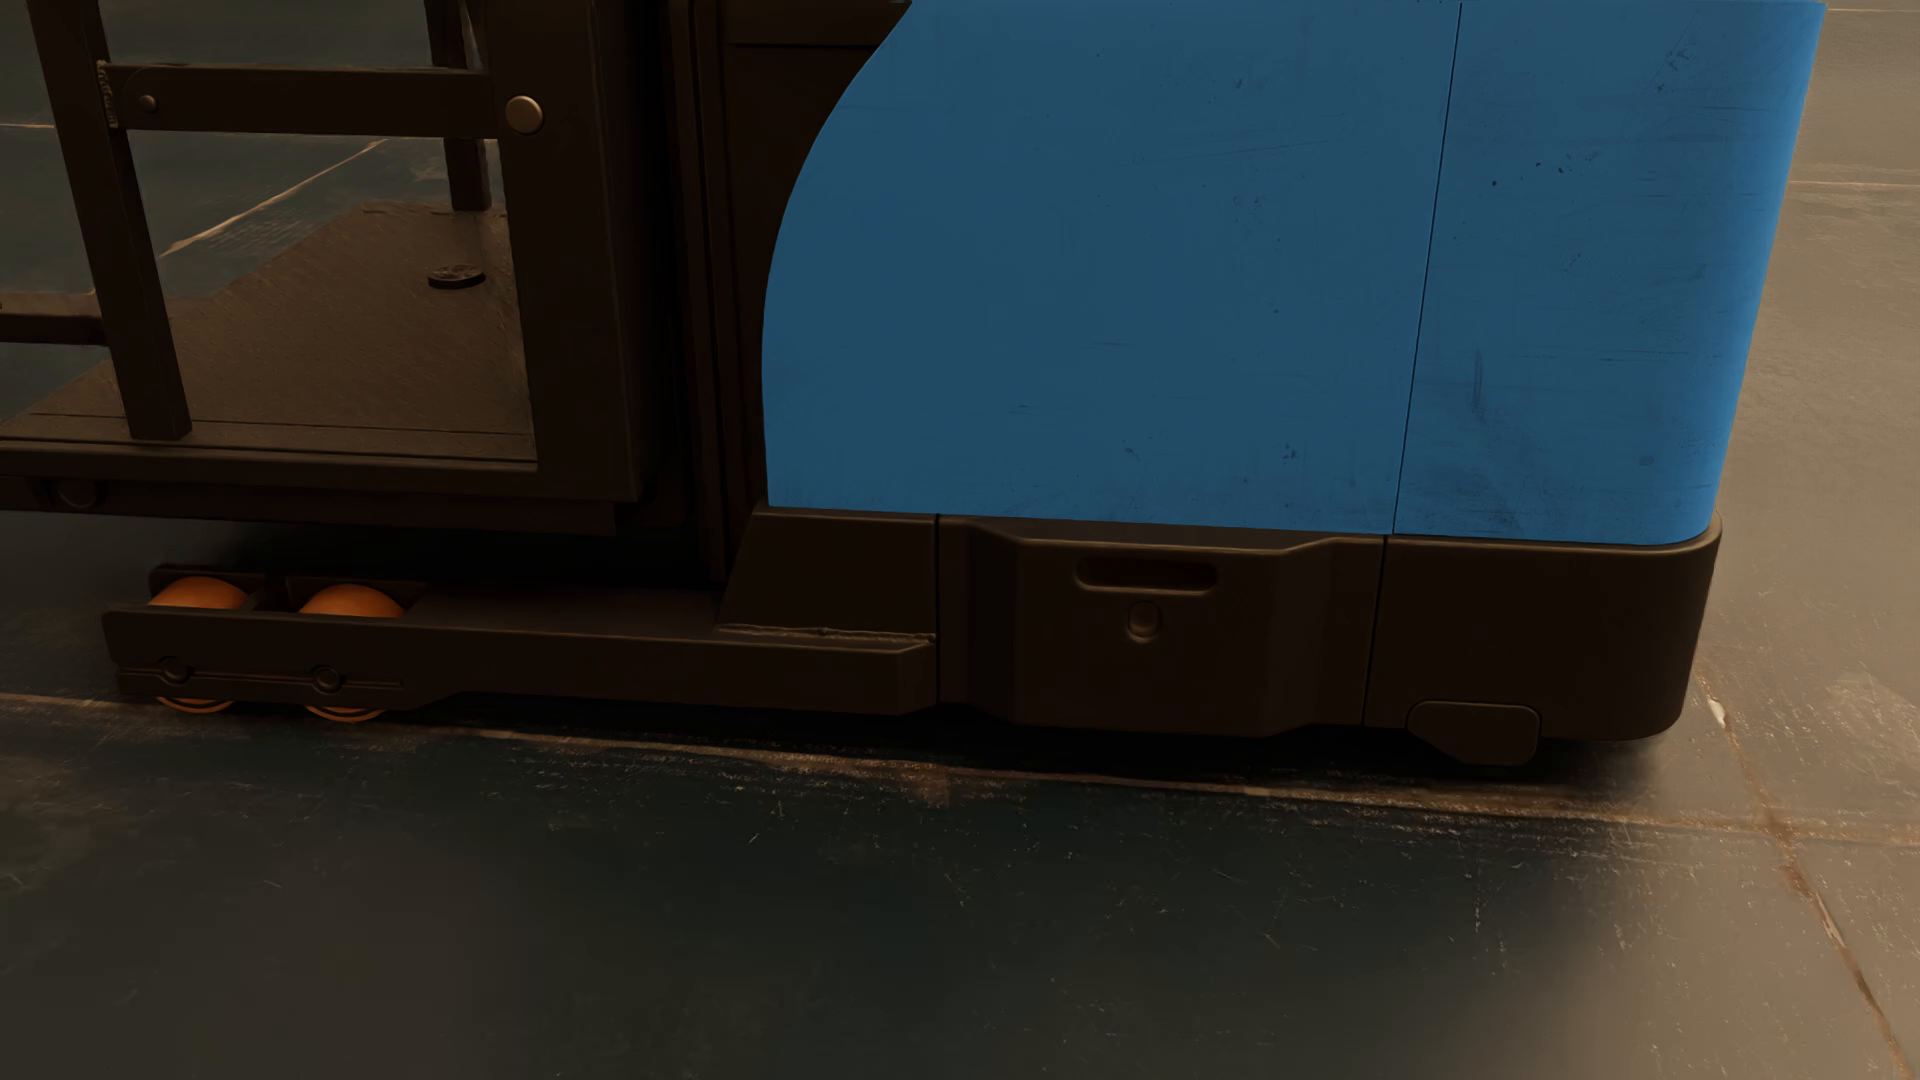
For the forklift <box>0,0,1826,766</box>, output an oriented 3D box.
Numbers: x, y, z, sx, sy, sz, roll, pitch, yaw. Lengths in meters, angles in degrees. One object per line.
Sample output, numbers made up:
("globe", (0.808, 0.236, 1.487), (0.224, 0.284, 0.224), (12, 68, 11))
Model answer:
("forklift", (-0.614, -1.318, 1.859), (3.031, 2.935, 1.130), (3, 27, 5))
